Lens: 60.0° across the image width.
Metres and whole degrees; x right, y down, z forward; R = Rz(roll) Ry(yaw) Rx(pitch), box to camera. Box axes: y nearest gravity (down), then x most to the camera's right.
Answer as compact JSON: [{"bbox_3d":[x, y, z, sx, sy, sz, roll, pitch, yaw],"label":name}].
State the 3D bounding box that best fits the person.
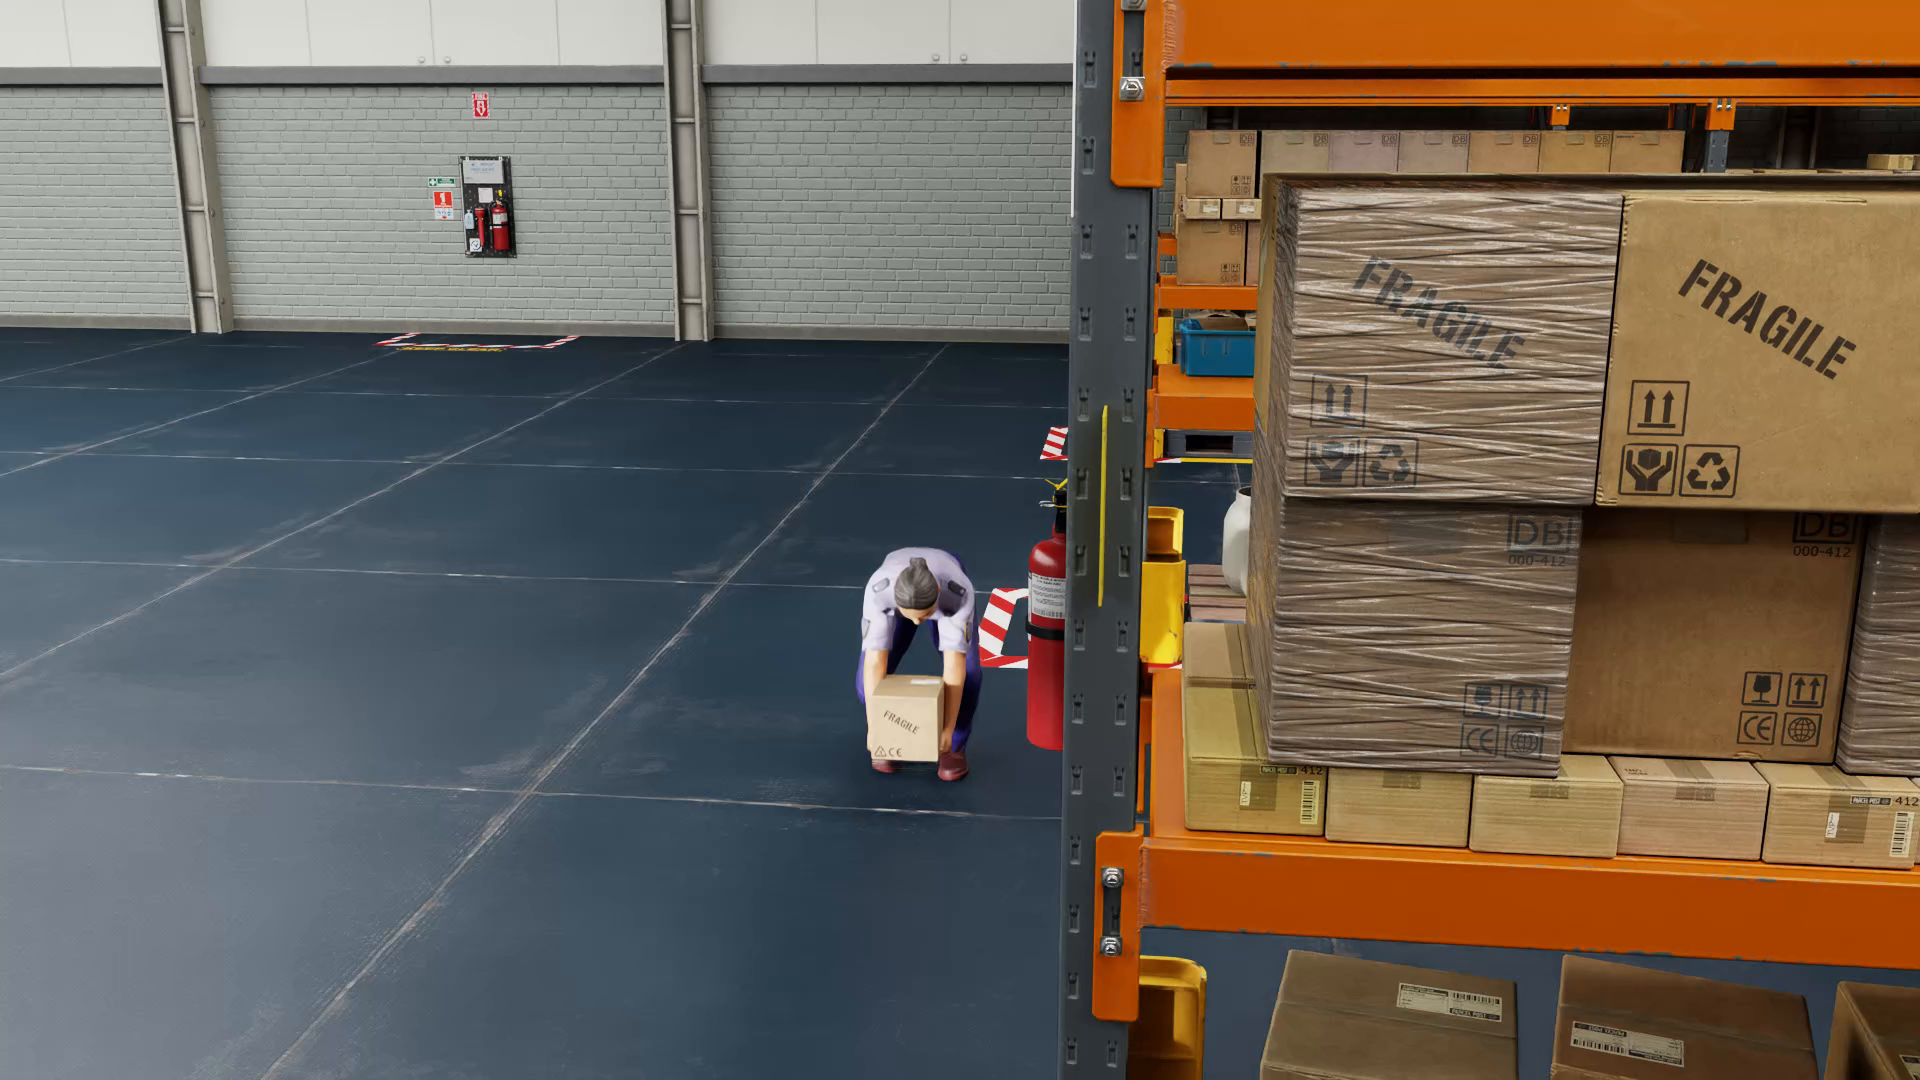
[{"bbox_3d":[-0.162,0.473,6.536,0.504,0.985,0.892,1,14,4],"label":"person"}]
